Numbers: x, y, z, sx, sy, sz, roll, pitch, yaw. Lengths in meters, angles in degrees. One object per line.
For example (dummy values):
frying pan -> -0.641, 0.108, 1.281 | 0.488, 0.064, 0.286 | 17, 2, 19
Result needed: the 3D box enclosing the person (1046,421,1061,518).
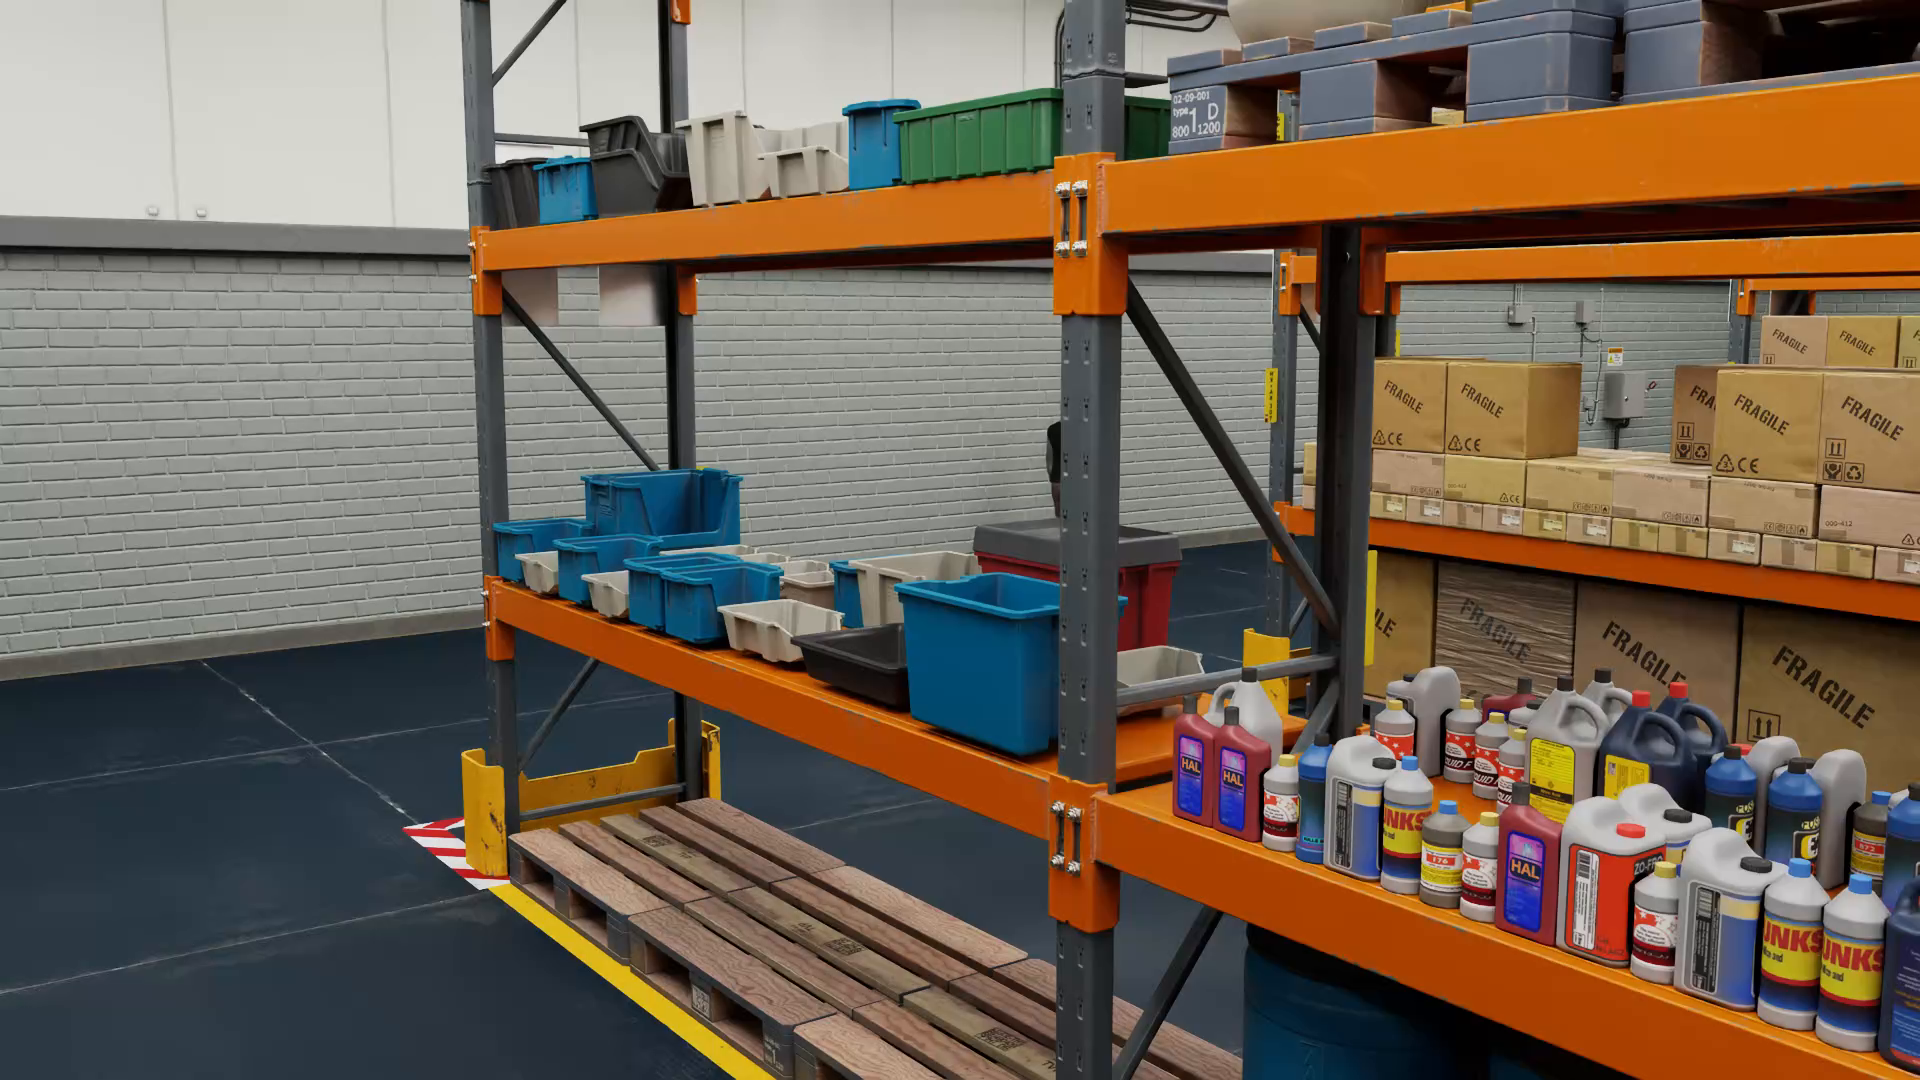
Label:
person -> 1.050, -0.468, 15.375 | 0.538, 1.745, 0.378 | 7, 11, 44
